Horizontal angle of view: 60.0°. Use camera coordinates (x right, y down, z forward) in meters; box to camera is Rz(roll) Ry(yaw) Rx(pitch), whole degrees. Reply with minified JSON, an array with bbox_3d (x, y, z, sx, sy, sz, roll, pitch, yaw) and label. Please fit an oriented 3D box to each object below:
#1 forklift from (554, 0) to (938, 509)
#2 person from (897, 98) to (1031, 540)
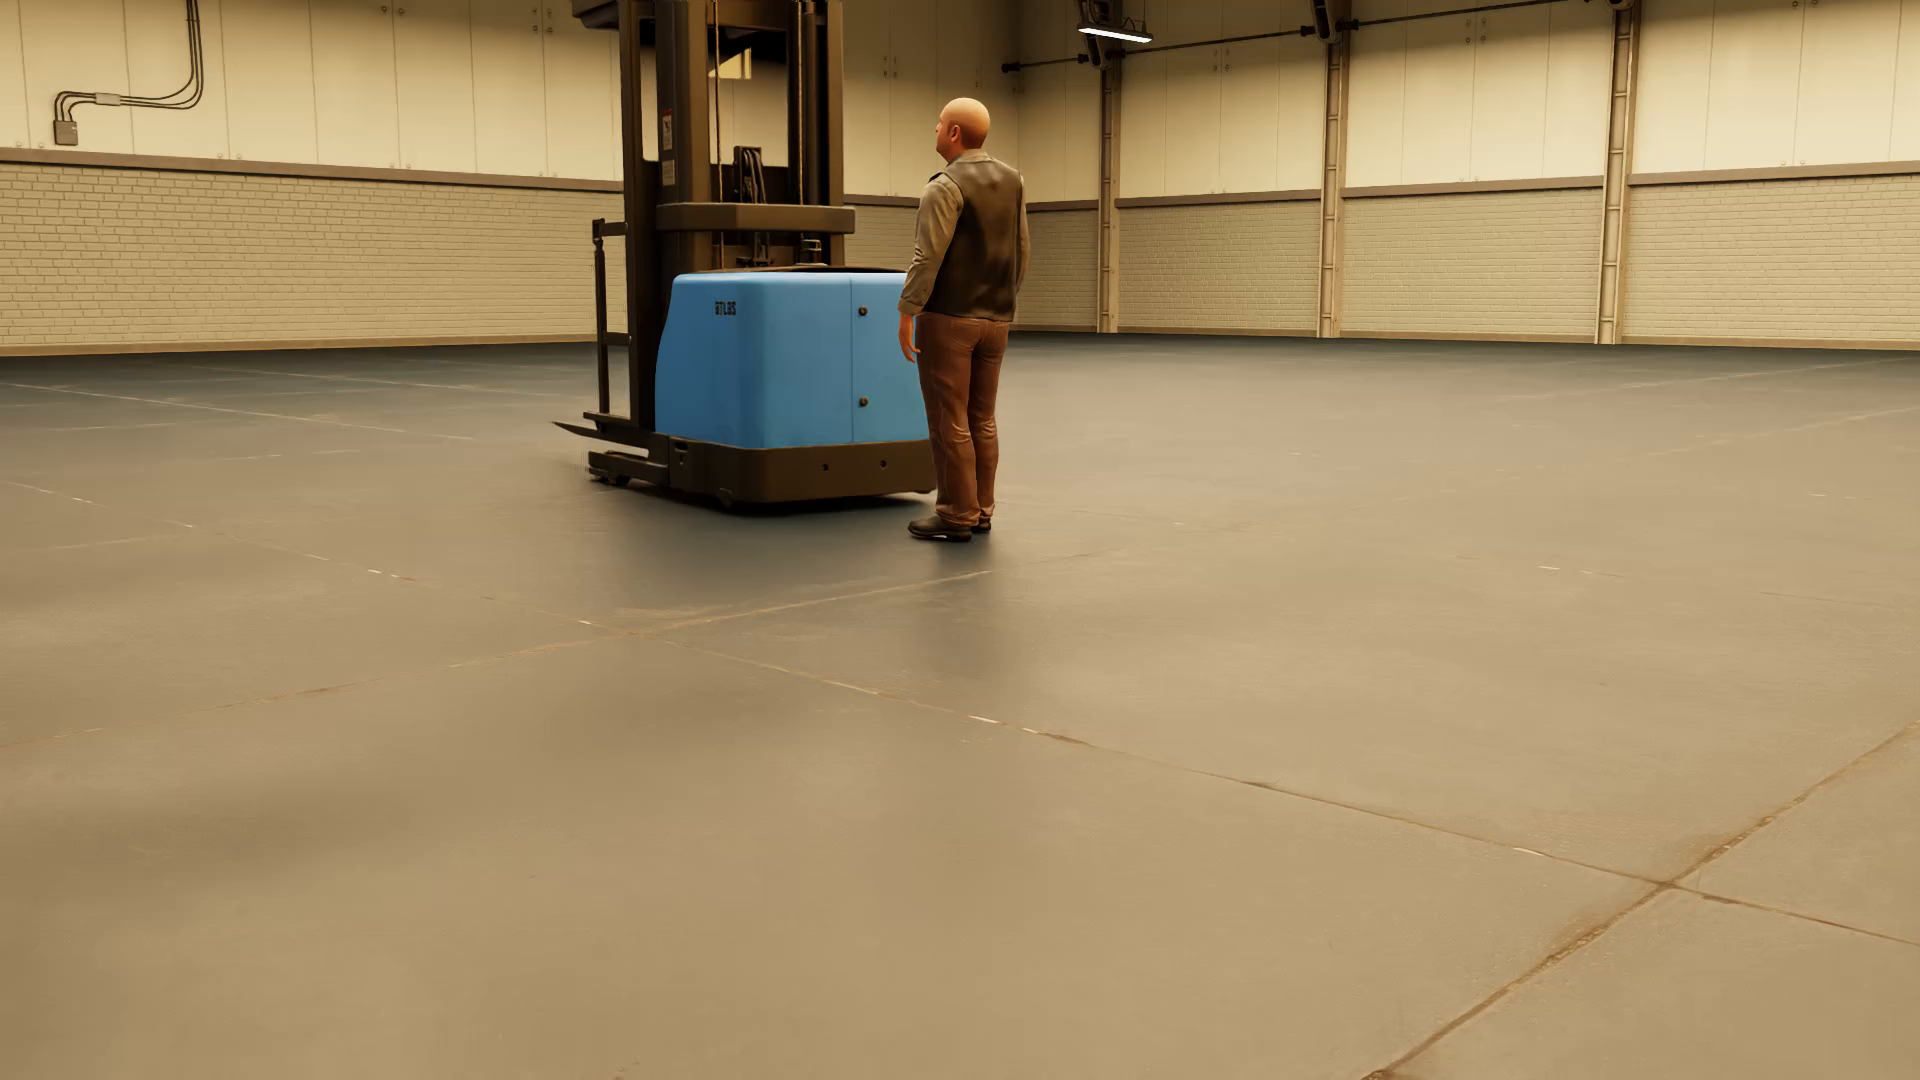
[{"bbox_3d":[-1.303,-1.765,8.597,1.130,2.935,3.031,-6,10,-33],"label":"forklift"},{"bbox_3d":[-0.039,-0.866,6.636,0.568,1.720,0.632,8,12,43],"label":"person"}]
